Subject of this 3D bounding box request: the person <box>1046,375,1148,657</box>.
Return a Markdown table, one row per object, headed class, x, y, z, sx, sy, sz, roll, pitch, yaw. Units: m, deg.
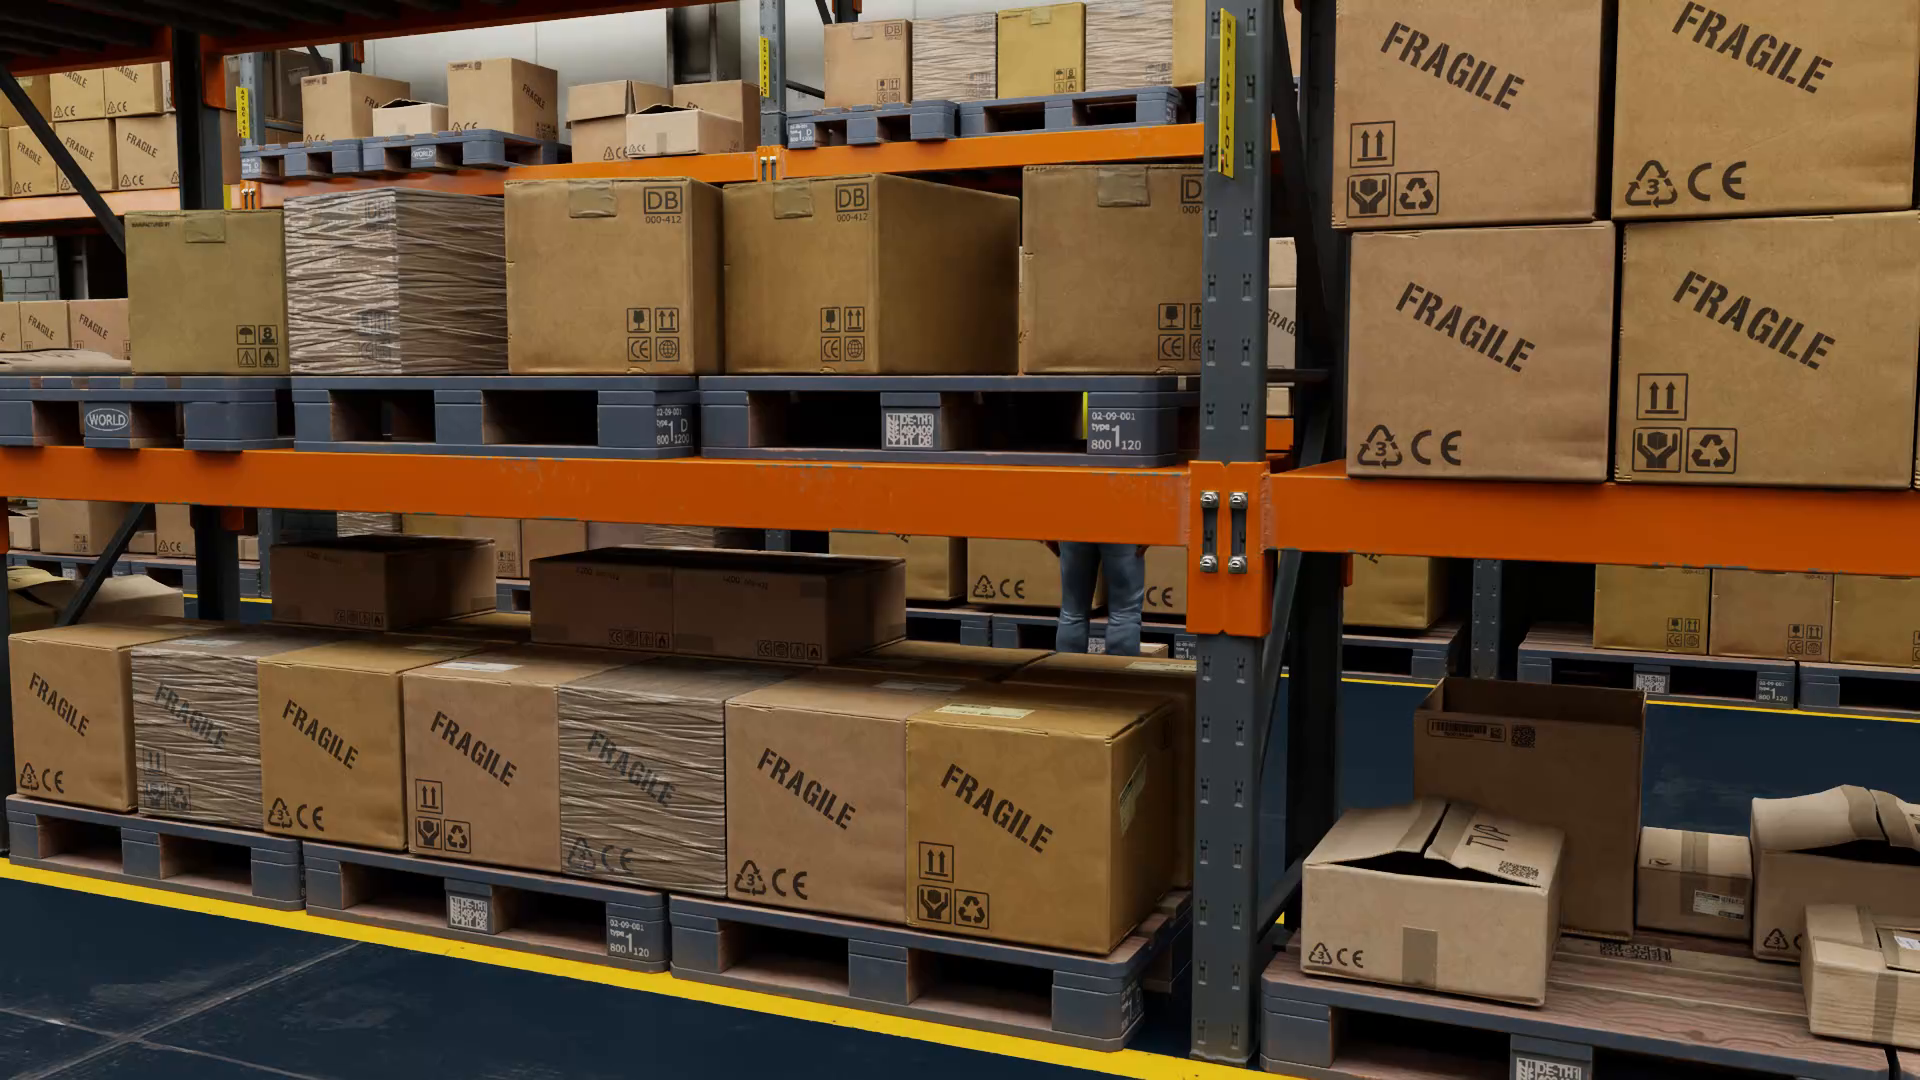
| class | x | y | z | sx | sy | sz | roll | pitch | yaw |
| --- | --- | --- | --- | --- | --- | --- | --- | --- | --- |
| person | 0.603 | -0.085 | 7.310 | 0.565 | 1.762 | 0.360 | 3 | 6 | 25 |
